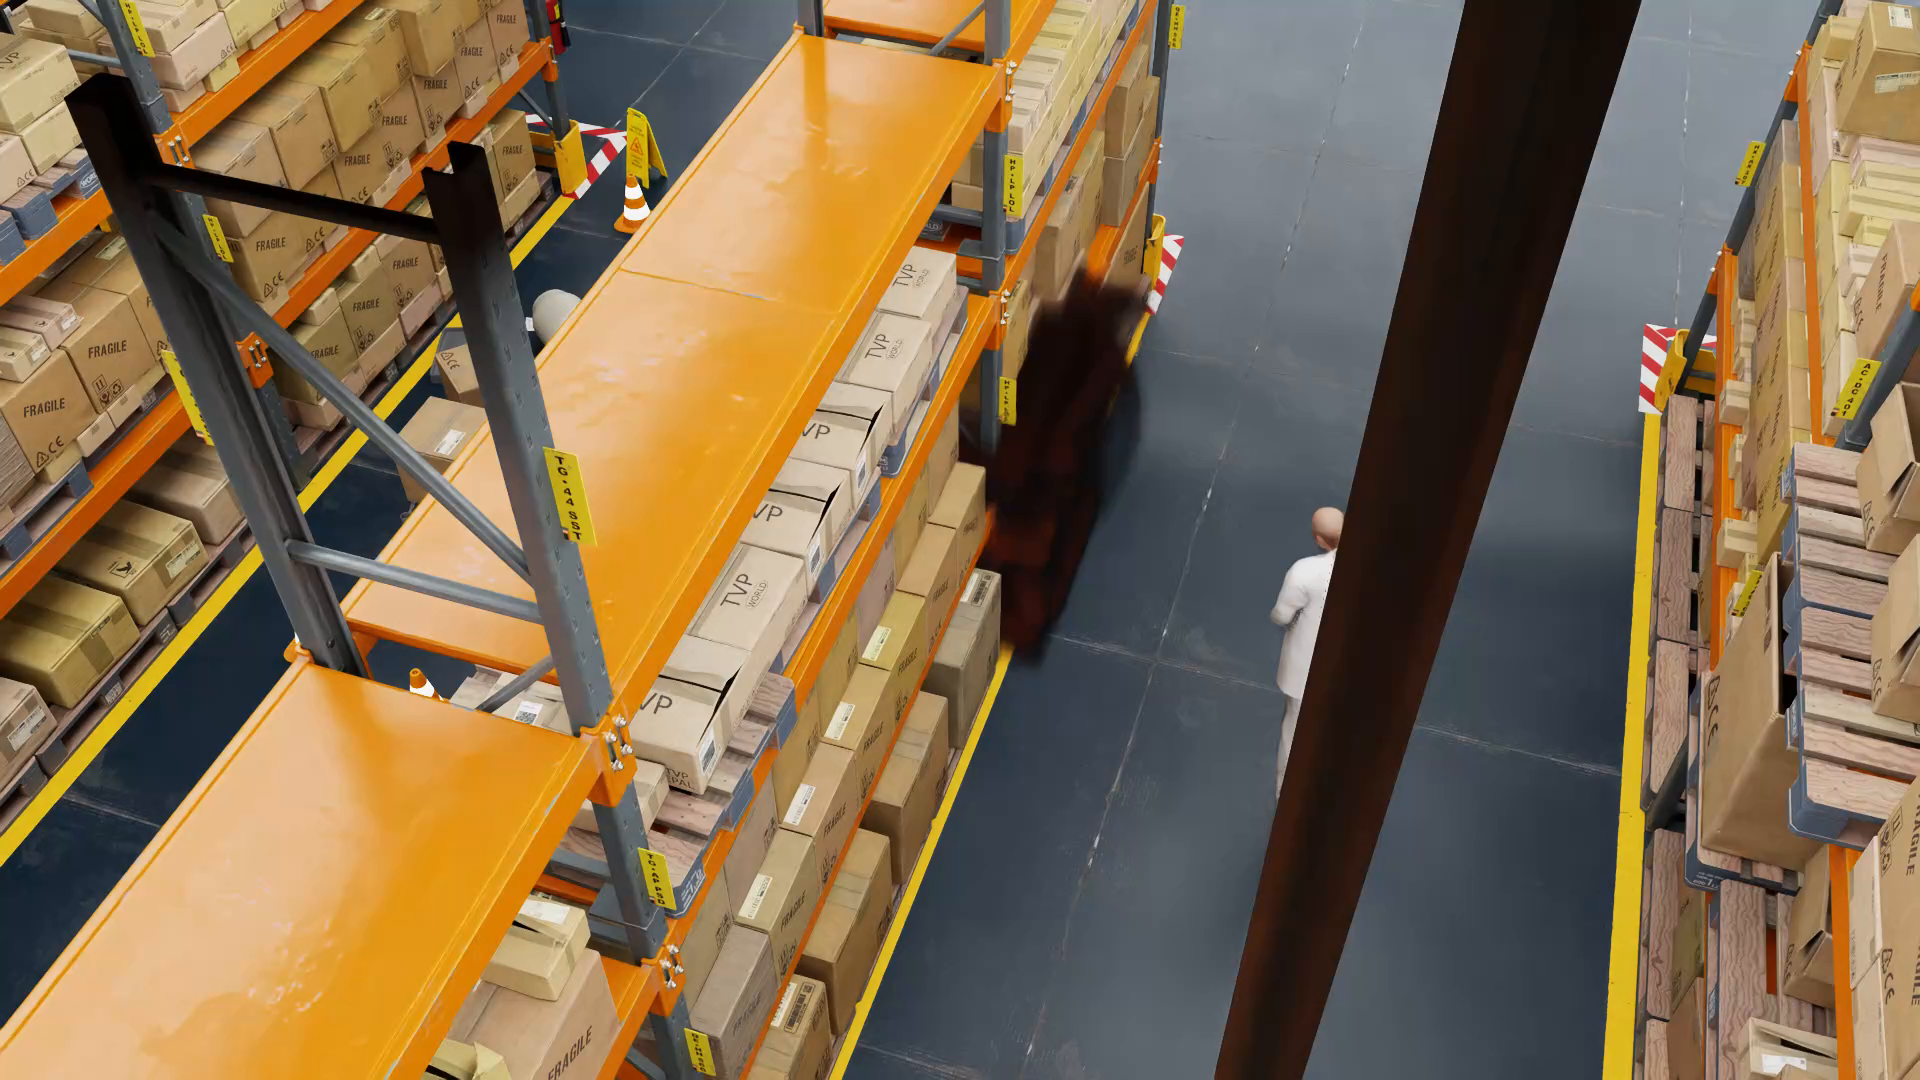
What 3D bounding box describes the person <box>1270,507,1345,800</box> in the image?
[{"bbox_3d":[2.010,0.649,8.978,0.773,1.800,0.908,18,48,16],"label":"person"}]
